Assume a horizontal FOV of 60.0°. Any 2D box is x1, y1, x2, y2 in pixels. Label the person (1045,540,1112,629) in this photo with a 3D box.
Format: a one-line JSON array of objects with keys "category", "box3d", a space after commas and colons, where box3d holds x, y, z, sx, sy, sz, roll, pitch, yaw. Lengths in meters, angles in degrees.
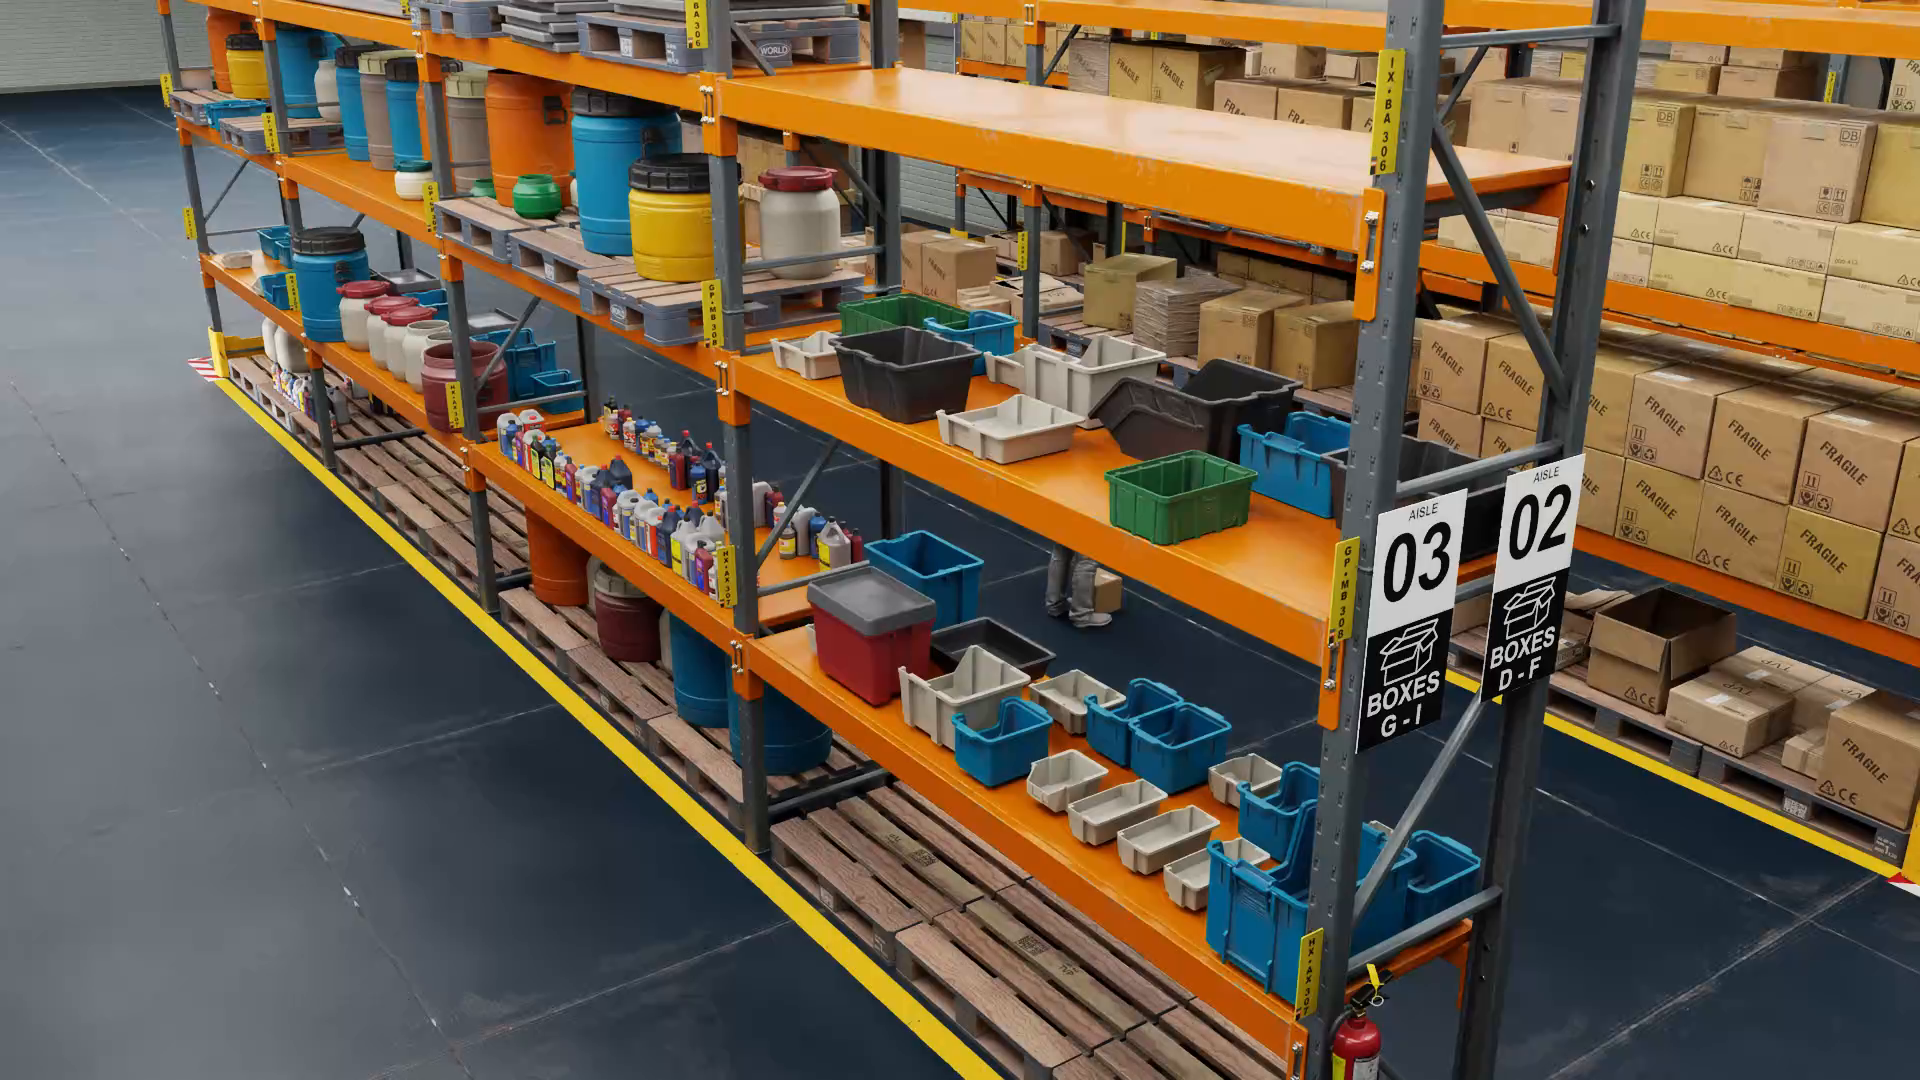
[{"category": "person", "box3d": [0.794, -0.272, 11.745, 0.457, 1.773, 0.593, -16, 26, -36]}]
